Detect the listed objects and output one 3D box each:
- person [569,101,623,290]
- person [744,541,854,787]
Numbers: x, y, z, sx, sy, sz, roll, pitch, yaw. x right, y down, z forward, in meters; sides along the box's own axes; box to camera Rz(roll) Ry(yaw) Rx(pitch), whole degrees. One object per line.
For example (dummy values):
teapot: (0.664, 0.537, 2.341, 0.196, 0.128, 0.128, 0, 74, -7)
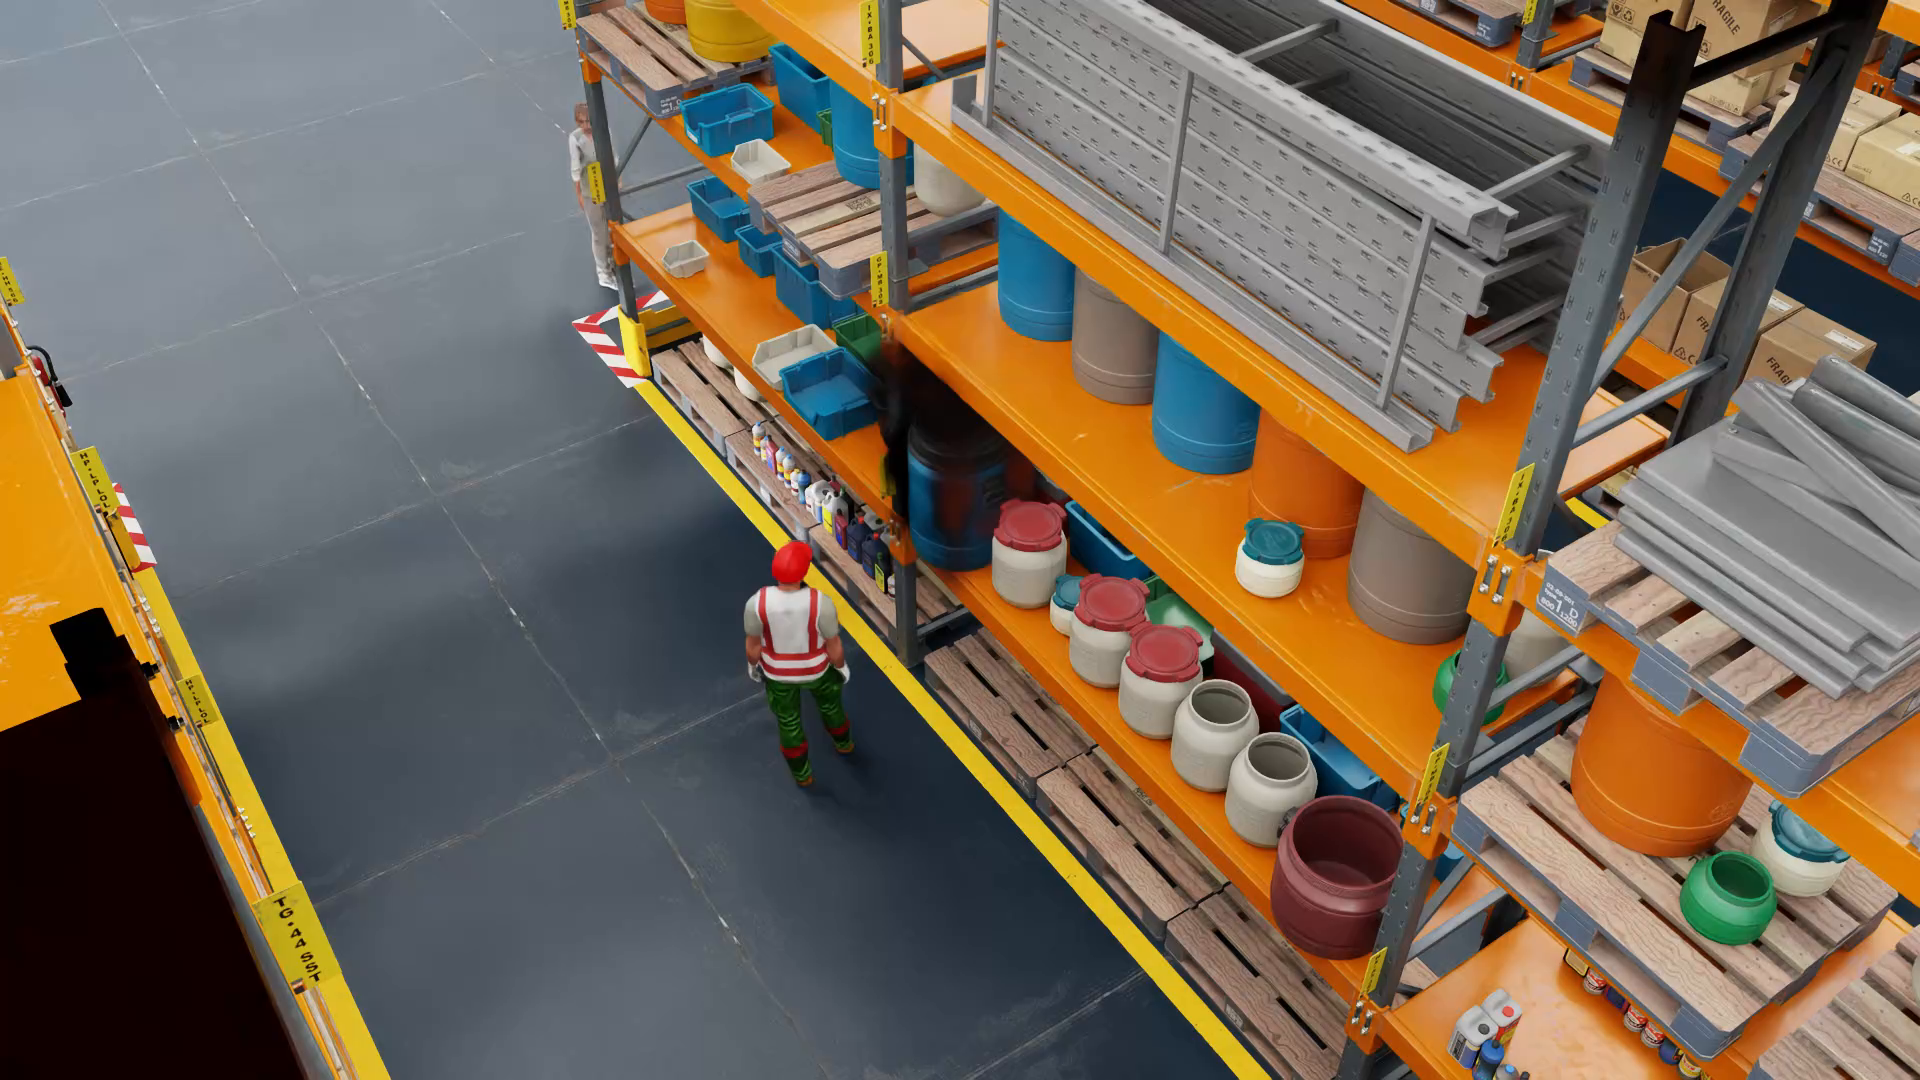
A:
person: (-2.927, -2.856, 13.686, 0.503, 1.608, 0.440, 33, 52, 31)
person: (-0.933, 0.678, 9.700, 0.584, 1.801, 0.541, -2, 43, -2)
